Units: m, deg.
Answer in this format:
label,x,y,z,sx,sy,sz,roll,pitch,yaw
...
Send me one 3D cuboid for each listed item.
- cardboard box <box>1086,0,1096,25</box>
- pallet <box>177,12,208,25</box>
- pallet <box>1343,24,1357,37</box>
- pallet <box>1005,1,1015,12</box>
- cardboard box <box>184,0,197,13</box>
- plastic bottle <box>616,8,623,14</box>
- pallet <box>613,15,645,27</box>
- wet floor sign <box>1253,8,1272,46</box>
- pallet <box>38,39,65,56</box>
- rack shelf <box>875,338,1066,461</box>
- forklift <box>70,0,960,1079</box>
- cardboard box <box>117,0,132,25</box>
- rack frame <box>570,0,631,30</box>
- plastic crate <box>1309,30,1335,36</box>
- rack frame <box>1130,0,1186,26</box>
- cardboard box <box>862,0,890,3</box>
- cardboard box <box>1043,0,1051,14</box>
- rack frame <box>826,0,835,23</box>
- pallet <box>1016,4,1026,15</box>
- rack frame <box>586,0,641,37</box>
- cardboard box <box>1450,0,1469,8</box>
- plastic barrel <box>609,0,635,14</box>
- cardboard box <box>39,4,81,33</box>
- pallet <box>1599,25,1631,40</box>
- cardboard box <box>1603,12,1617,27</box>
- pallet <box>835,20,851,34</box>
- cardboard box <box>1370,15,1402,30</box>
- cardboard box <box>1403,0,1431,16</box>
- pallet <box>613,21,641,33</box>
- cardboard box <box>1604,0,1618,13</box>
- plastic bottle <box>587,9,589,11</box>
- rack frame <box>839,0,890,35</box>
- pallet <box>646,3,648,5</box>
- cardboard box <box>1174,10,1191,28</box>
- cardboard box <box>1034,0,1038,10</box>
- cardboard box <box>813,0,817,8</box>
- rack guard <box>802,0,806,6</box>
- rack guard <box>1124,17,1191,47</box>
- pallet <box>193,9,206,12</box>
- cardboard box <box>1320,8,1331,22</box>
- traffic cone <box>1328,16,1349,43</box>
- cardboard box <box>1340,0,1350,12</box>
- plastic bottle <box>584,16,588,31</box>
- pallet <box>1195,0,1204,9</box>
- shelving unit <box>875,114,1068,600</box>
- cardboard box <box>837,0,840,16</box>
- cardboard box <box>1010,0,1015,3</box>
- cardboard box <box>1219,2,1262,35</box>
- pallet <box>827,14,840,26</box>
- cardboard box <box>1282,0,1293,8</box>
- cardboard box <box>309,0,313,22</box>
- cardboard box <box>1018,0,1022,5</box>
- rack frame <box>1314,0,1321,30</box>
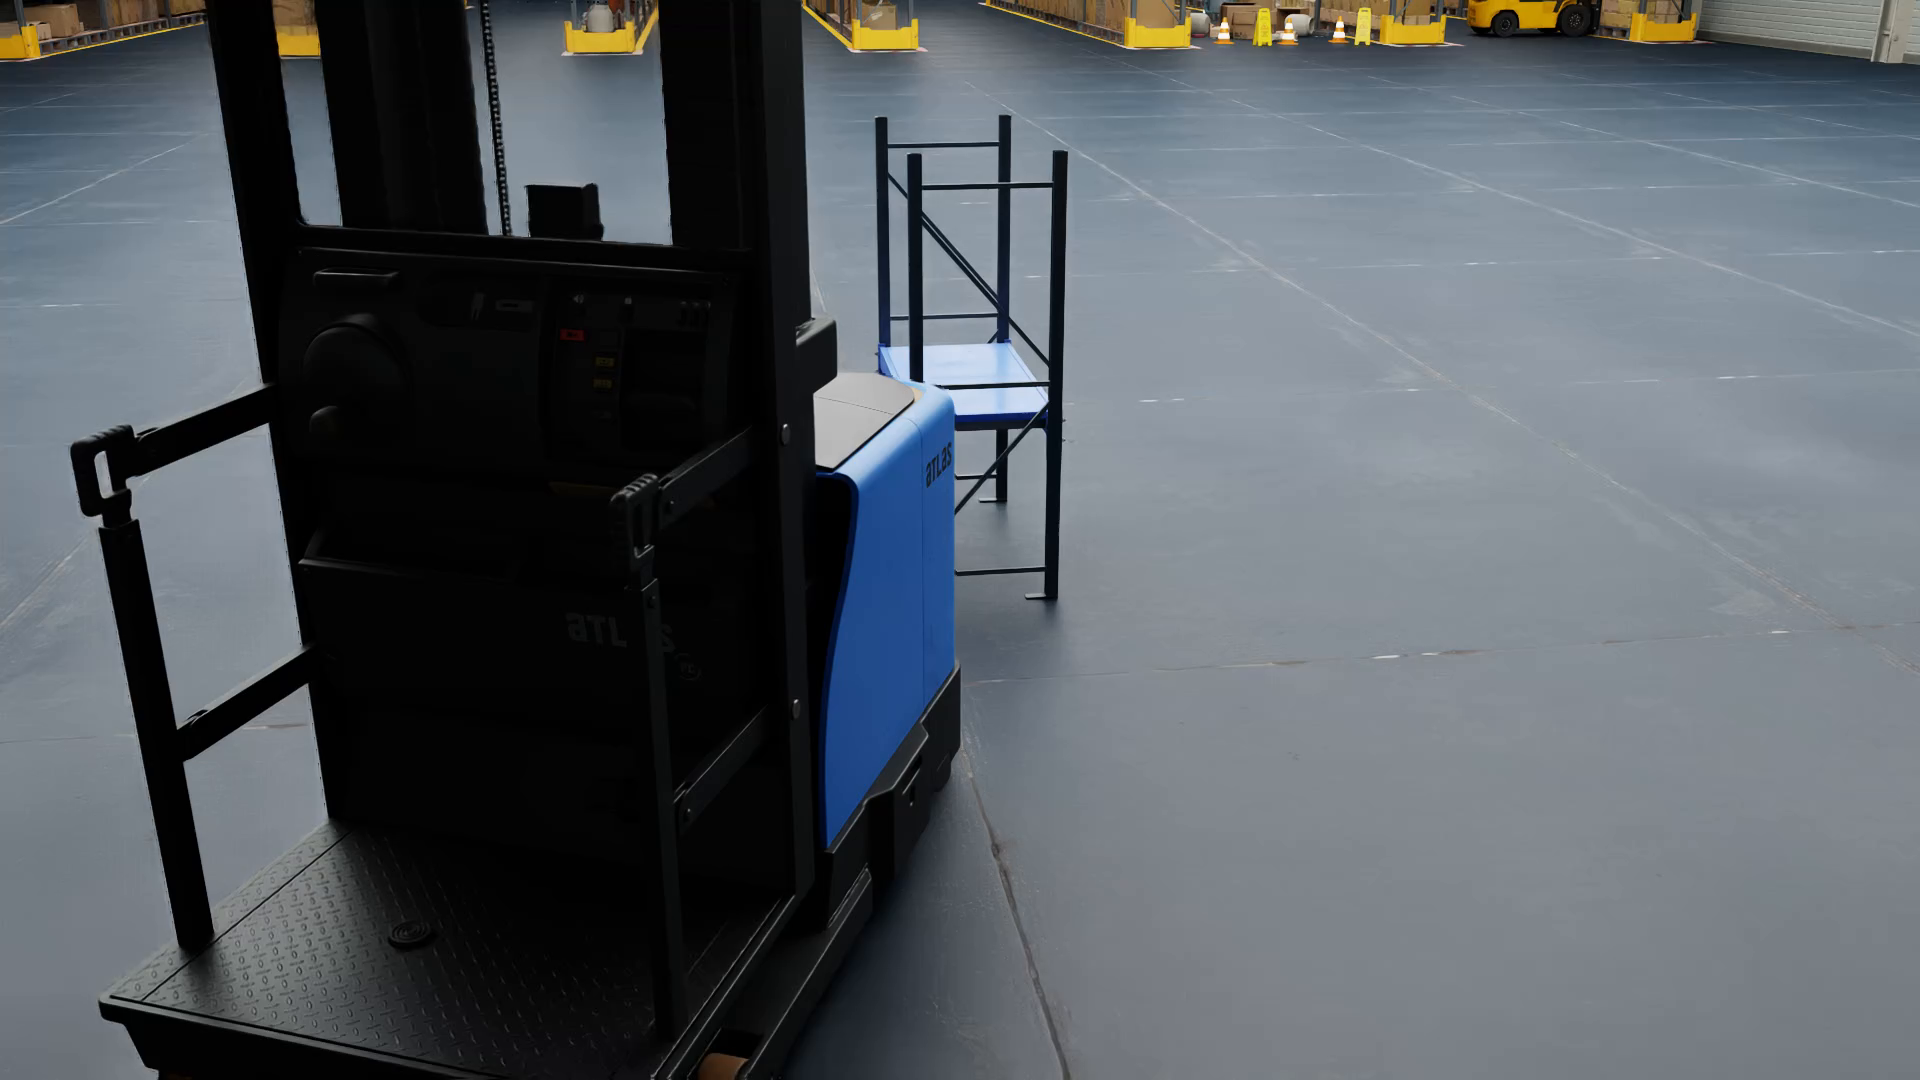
label,x,y,z,sx,sy,sz,roll,pitch,yaw
cardboard box,3.037,-10.781,33.232,0.875,0.875,0.875,-3,21,-7
pallet,-17.401,-11.613,37.009,1.003,0.211,1.213,-3,21,-8
pallet,8.210,-10.126,33.025,1.003,0.211,1.213,-3,21,-8
pallet,1.730,-13.496,42.048,1.003,0.211,1.213,-3,21,-8
cardboard box,-17.285,-11.976,36.466,0.750,0.750,0.750,-3,21,-8
plastic bottle,-6.573,-10.086,32.090,0.144,0.351,0.185,-3,21,-8
pallet,-7.312,-11.145,35.754,1.003,0.211,1.213,-3,21,-8
wet floor sign,5.555,-9.403,30.470,0.267,0.644,0.232,-7,21,-17
pallet,-16.129,-8.455,28.551,1.003,0.211,1.213,-3,21,-8
rack shelf,0.012,-0.505,5.938,0.538,0.185,1.000,-3,21,-8
forklift,-0.902,-0.318,2.879,1.130,2.935,3.031,6,21,15
cardboard box,-16.893,-10.481,32.934,0.700,0.500,0.500,-3,21,-7
rack frame,-6.232,-9.951,28.573,1.000,3.000,0.127,-3,21,-8
plastic crate,7.314,-10.133,33.233,0.402,0.080,0.583,-11,23,-26
rack frame,3.592,-10.416,29.818,1.000,3.000,0.127,-3,21,-8
cardboard box,-1.632,-10.062,31.843,0.500,0.500,0.500,-5,21,-13
cardboard box,2.437,-12.114,36.977,1.050,0.750,0.750,-3,21,-8
rack frame,-2.484,-12.971,36.658,1.000,3.000,0.127,-3,21,-8
pallet,1.976,-12.995,40.708,1.003,0.211,1.213,-3,21,-8
rack frame,-6.809,-11.336,32.281,1.000,3.000,0.127,-3,21,-8
cardboard box,11.960,-12.884,39.397,0.500,0.500,0.500,-2,21,-6
plastic barrel,-7.473,-12.070,36.746,0.600,0.830,0.708,-3,21,-8
cardboard box,-16.423,-9.514,30.347,0.500,0.500,0.500,-4,21,-12
pallet,13.235,-9.909,32.445,1.003,0.211,1.213,-3,21,-8
cardboard box,12.944,-10.181,32.517,0.500,0.250,0.500,-3,21,-8
pallet,-2.021,-10.549,34.159,1.003,0.211,1.213,-3,21,-8
cardboard box,8.089,-9.884,31.723,0.500,0.250,0.500,-3,21,-8
cardboard box,8.629,-10.262,31.663,0.500,0.500,0.500,-4,21,-10
pallet,-6.960,-10.300,33.492,1.003,0.211,1.213,-3,21,-8
cardboard box,12.946,-10.422,32.449,0.500,0.250,0.500,-3,21,-8
plastic bottle,-7.076,-9.936,31.688,0.144,0.351,0.185,-4,21,-10
rack frame,-1.908,-11.586,32.950,1.000,3.000,0.127,-3,21,-8
pallet,-8.106,-13.052,40.861,1.003,0.211,1.213,-3,21,-8
cardboard box,4.254,-10.146,32.662,0.500,0.500,0.500,1,20,2
cardboard box,2.014,-12.607,38.654,0.500,0.500,0.500,-2,21,-6
cardboard box,-2.819,-13.027,39.245,1.225,0.875,0.875,-4,21,-10
rack guard,-3.641,-14.578,44.534,1.175,0.500,0.348,-3,21,-8
rack guard,3.595,-9.237,30.233,1.175,0.500,0.348,-3,21,-8
pallet,-17.580,-12.037,38.142,1.003,0.211,1.213,-3,21,-8
cardboard box,7.717,-10.777,34.112,0.500,0.250,0.500,-4,21,-10
traffic cone,7.137,-9.596,31.248,0.336,0.463,0.334,-3,21,-8
cardboard box,7.879,-10.764,33.006,0.500,0.500,0.500,-2,21,-5
plastic bottle,-6.940,-9.584,30.853,0.152,0.276,0.135,-3,21,-7
pallet,6.714,-13.817,42.907,1.003,0.211,1.213,-3,21,-8
shelving unit,0.012,-0.673,5.875,0.538,1.500,1.048,-3,21,-8
cardboard box,-2.275,-11.584,35.887,0.700,0.500,0.500,-5,21,-12
cardboard box,1.468,-13.551,41.685,0.380,0.149,0.250,-3,21,-7
cardboard box,5.574,-10.399,33.145,0.797,0.637,0.503,-3,21,-8
pallet,-2.373,-11.394,36.421,1.003,0.211,1.213,-3,21,-8
cardboard box,7.612,-11.722,36.471,0.950,0.372,0.625,-2,21,-6
cardboard box,-11.665,-9.479,29.566,0.500,0.500,0.500,-3,21,-8
cardboard box,1.706,-13.328,40.585,0.500,0.500,0.500,-2,21,-6
rack frame,7.899,-12.086,34.288,1.000,3.000,0.127,-3,21,-8
